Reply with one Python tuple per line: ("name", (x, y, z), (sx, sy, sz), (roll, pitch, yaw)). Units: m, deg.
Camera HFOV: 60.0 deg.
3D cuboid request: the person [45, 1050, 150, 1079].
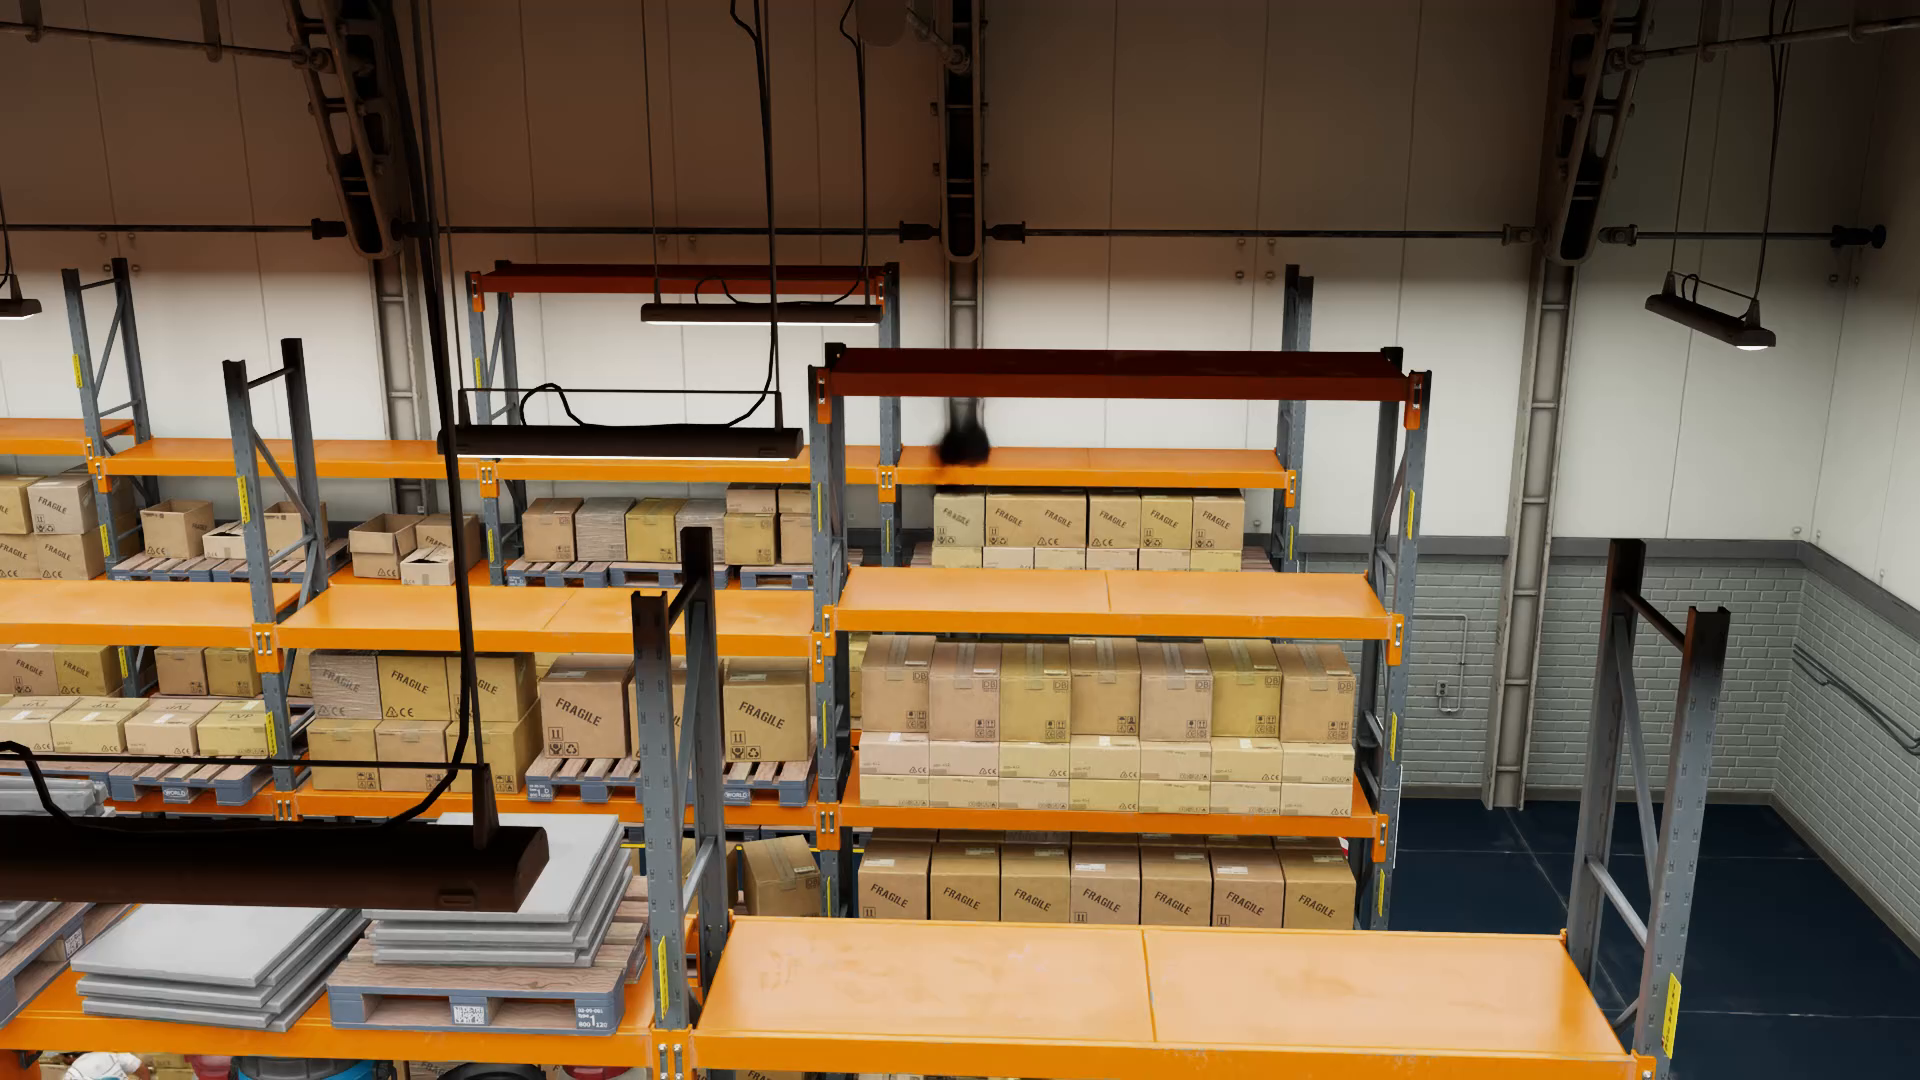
("person", (-5.805, 4.139, 11.624), (1.050, 1.522, 0.599), (4, 17, 13))
